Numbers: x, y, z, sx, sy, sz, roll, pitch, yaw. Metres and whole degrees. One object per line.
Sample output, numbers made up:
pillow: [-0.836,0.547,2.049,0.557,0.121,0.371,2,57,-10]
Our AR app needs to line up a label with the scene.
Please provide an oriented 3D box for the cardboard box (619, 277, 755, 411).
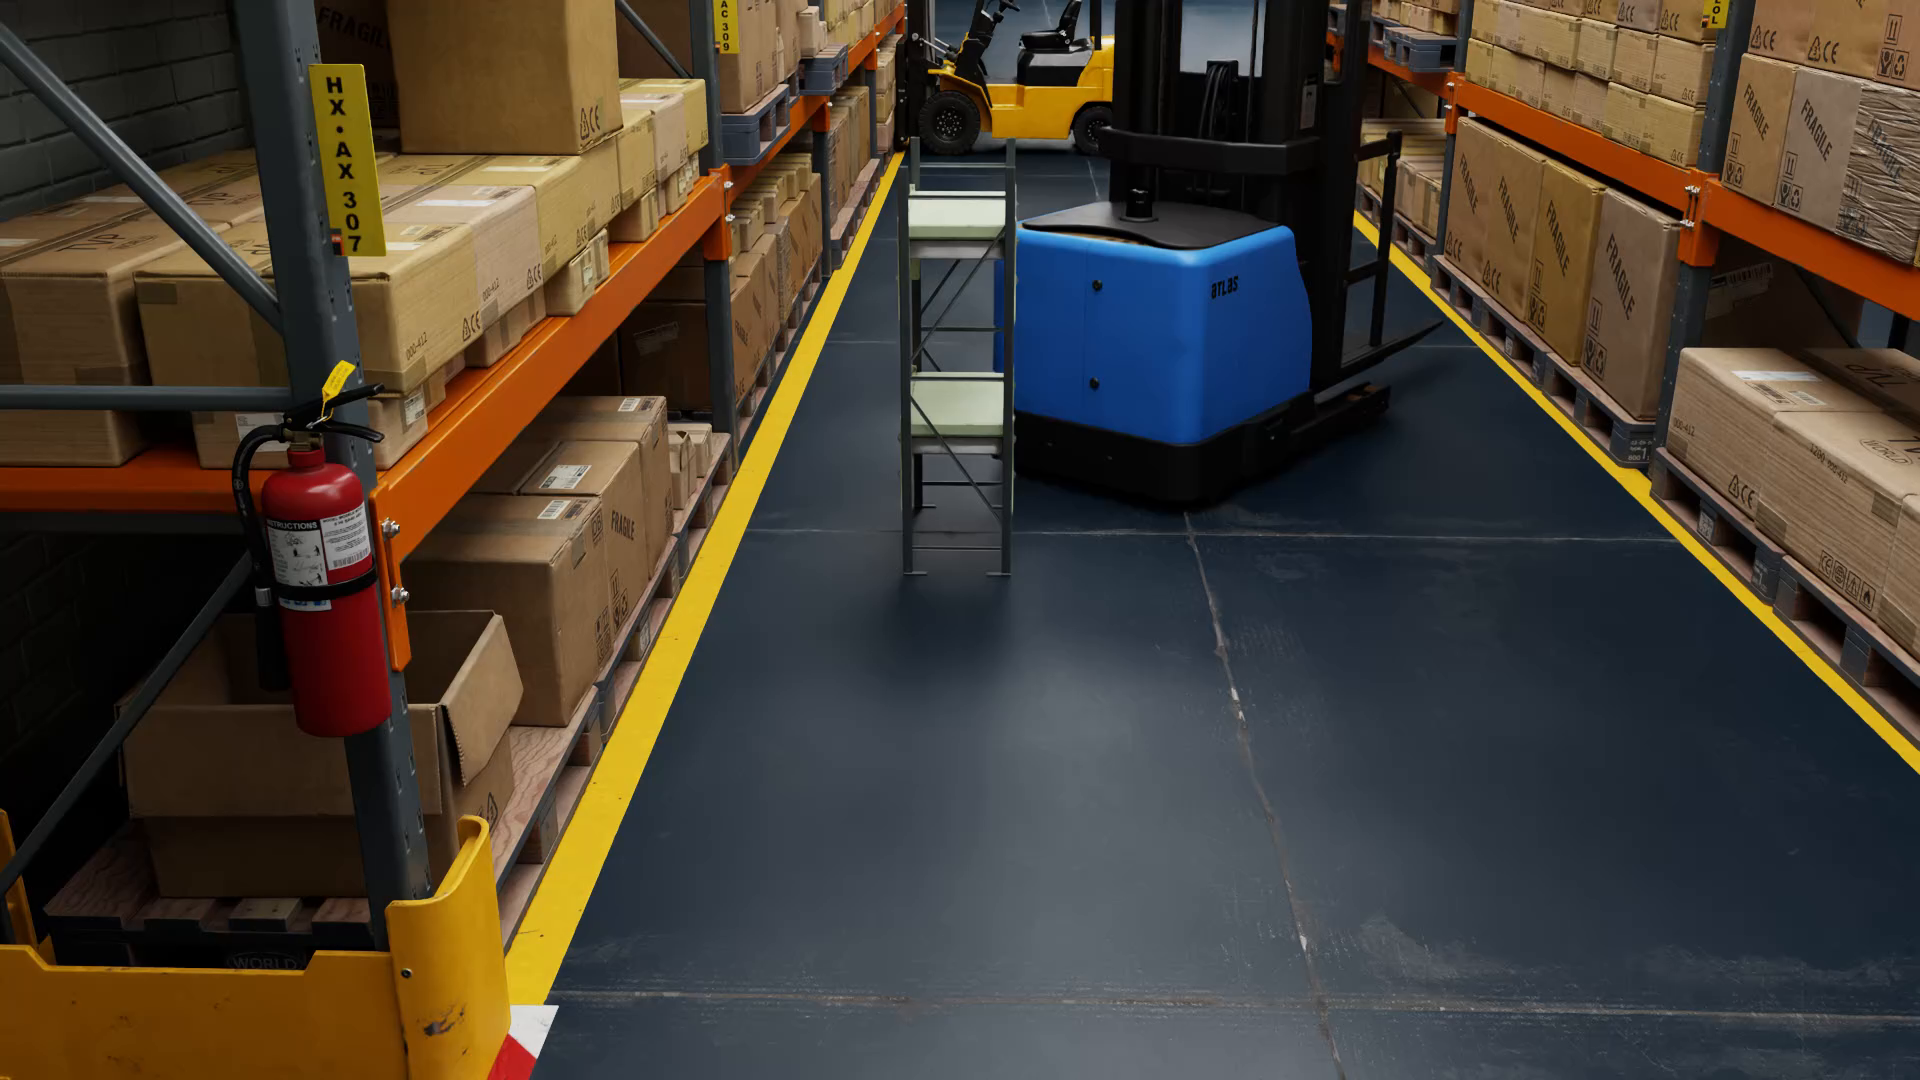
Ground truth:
cardboard box: [-1.236,-0.901,7.579,0.500,0.500,0.500,2,21,4]

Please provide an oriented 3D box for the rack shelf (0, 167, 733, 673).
rack shelf: [-1.537,-0.640,5.025,1.077,0.370,4.000,1,21,2]

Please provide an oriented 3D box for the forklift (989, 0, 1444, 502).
forklift: [1.423,-1.987,7.599,1.130,2.935,3.031,16,26,35]

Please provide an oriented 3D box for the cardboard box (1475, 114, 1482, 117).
cardboard box: [5.122,-3.746,15.488,0.500,0.500,0.500,18,27,38]

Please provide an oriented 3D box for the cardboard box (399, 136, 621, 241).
cardboard box: [-1.293,-1.032,4.839,0.500,0.250,0.500,0,21,0]

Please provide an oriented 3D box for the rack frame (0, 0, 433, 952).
rack frame: [-1.598,-0.252,3.031,1.000,3.000,0.127,1,21,2]

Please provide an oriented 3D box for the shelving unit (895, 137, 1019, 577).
shelving unit: [0.000,-0.702,6.264,0.431,1.500,0.755,1,21,2]

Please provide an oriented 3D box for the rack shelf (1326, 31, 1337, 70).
rack shelf: [3.790,-4.925,16.070,1.077,0.370,4.000,1,21,2]

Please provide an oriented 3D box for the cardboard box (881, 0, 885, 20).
cardboard box: [-0.959,-4.983,15.087,0.500,0.500,0.500,1,21,3]

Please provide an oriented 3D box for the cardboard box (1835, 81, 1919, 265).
cardboard box: [3.169,-1.163,5.241,0.500,0.500,0.500,1,21,2]

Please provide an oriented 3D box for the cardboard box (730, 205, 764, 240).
cardboard box: [-1.222,-1.631,8.563,0.380,0.149,0.250,1,21,4]

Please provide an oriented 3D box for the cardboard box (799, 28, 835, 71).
cardboard box: [-1.097,-3.232,10.920,0.500,0.250,0.500,1,21,2]

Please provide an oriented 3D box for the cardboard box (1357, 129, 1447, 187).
cardboard box: [3.697,-3.058,13.317,0.950,0.372,0.625,2,21,5]

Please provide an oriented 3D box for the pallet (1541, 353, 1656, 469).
pallet: [3.434,-0.625,7.847,1.003,0.211,1.213,1,21,2]

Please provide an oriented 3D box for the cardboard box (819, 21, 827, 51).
cardboard box: [-0.991,-2.981,9.833,0.380,0.149,0.250,1,21,3]

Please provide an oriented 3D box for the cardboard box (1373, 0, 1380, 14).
cardboard box: [3.398,-4.134,12.803,0.380,0.149,0.250,1,21,2]

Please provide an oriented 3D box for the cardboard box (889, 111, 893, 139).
cardboard box: [-0.887,-3.860,15.550,0.500,0.250,0.500,0,21,0]

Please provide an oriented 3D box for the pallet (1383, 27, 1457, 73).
pallet: [3.522,-3.261,11.051,1.213,0.211,1.003,1,21,2]

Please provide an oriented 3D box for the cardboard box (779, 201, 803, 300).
cardboard box: [-1.191,-1.649,9.508,0.500,0.500,0.500,2,21,4]

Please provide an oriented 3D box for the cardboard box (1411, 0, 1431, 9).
cardboard box: [3.348,-3.827,11.115,0.500,0.500,0.500,0,21,1]

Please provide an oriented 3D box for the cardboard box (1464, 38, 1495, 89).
cardboard box: [3.341,-2.847,9.927,0.500,0.250,0.500,0,21,1]

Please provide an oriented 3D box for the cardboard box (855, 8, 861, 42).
cardboard box: [-1.042,-3.975,12.833,0.500,0.250,0.500,1,21,2]

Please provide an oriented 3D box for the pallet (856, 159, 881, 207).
pallet: [-1.216,-3.024,14.030,1.003,0.211,1.213,1,21,2]

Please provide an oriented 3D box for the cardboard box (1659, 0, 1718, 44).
cardboard box: [3.248,-2.322,6.846,0.500,0.500,0.500,1,21,3]

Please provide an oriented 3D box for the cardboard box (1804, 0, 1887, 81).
cardboard box: [3.207,-1.806,5.515,0.500,0.500,0.500,0,21,1]

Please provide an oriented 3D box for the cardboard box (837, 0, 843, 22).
cardboard box: [-1.080,-3.646,11.296,0.500,0.250,0.500,1,21,3]

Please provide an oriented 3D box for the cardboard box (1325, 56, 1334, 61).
cardboard box: [3.492,-4.202,15.395,0.500,0.500,0.500,1,21,3]

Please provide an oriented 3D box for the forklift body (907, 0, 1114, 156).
forklift body: [0.655,-4.936,16.276,2.313,2.155,1.214,1,21,2]

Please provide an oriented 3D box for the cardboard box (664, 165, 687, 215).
cardboard box: [-1.203,-1.274,6.014,0.380,0.149,0.250,1,21,3]

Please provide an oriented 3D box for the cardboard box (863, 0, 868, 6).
cardboard box: [-1.000,-4.387,13.206,0.500,0.250,0.500,0,21,0]

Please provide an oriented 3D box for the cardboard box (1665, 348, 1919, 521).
cardboard box: [3.359,-0.420,6.427,0.875,0.438,0.875,0,21,1]

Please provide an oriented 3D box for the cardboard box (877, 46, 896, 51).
cardboard box: [-0.851,-4.697,16.325,0.500,0.250,0.500,0,21,1]

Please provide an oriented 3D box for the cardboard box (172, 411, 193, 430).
cardboard box: [-1.787,-0.349,3.628,0.380,0.149,0.250,1,21,3]

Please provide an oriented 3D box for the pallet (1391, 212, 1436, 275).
pallet: [3.632,-2.074,11.581,1.003,0.211,1.213,1,21,2]

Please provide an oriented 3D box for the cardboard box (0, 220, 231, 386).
cardboard box: [-1.849,-0.490,3.441,0.500,0.250,0.500,1,21,3]

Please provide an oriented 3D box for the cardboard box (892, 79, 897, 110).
cardboard box: [-0.869,-4.273,15.924,0.500,0.250,0.500,0,21,1]

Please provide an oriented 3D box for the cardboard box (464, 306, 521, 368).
cardboard box: [-1.310,-0.529,4.093,0.380,0.149,0.250,1,21,3]

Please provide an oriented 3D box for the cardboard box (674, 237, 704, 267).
cardboard box: [-1.260,-1.297,7.292,0.380,0.149,0.250,0,21,1]

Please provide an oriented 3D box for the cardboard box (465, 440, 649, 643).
cardboard box: [-1.303,-0.001,5.260,0.500,0.500,0.500,1,21,3]

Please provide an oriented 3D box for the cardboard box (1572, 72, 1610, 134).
cardboard box: [3.298,-2.106,8.018,0.500,0.250,0.500,0,21,0]

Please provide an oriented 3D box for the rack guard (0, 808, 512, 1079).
rack guard: [-1.595,0.886,3.554,1.175,0.500,0.348,1,21,2]

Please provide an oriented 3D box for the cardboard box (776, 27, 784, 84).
cardboard box: [-1.050,-2.329,7.991,0.396,0.266,0.258,2,21,4]

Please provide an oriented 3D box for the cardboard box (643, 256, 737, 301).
cardboard box: [-1.199,-1.158,7.344,0.380,0.149,0.250,2,21,4]

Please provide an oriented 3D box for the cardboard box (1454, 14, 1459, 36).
cardboard box: [3.382,-3.291,10.631,0.380,0.149,0.250,1,21,4]

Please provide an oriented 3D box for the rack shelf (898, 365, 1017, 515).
rack shelf: [0.000,-0.398,6.382,0.431,0.370,0.720,1,21,2]

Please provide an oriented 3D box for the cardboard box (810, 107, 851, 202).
cardboard box: [-1.289,-2.938,12.657,0.875,0.625,0.625,0,21,-1]

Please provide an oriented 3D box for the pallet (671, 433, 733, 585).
pallet: [-1.498,-0.150,6.623,1.003,0.211,1.213,1,21,2]

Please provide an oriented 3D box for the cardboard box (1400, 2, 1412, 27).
cardboard box: [3.291,-3.671,11.610,0.380,0.149,0.250,1,21,3]

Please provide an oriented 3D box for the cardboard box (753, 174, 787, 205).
cardboard box: [-1.199,-2.007,9.534,0.380,0.149,0.250,1,21,3]

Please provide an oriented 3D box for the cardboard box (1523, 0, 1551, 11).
cardboard box: [3.311,-3.062,8.753,0.500,0.500,0.500,1,21,3]

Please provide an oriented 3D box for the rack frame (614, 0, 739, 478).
rack frame: [-1.476,-1.698,6.759,1.000,3.000,0.127,1,21,2]

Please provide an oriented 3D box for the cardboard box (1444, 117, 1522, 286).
cardboard box: [3.503,-2.048,10.016,0.875,0.875,0.875,0,21,1]

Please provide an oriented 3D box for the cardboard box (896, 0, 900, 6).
cardboard box: [-0.889,-5.715,16.974,0.500,0.500,0.500,1,21,3]

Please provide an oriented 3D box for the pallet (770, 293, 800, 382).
pallet: [-1.455,-1.135,9.162,1.003,0.211,1.213,1,21,2]

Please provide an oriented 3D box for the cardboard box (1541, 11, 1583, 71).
cardboard box: [3.272,-2.524,8.402,0.500,0.250,0.500,1,21,3]
